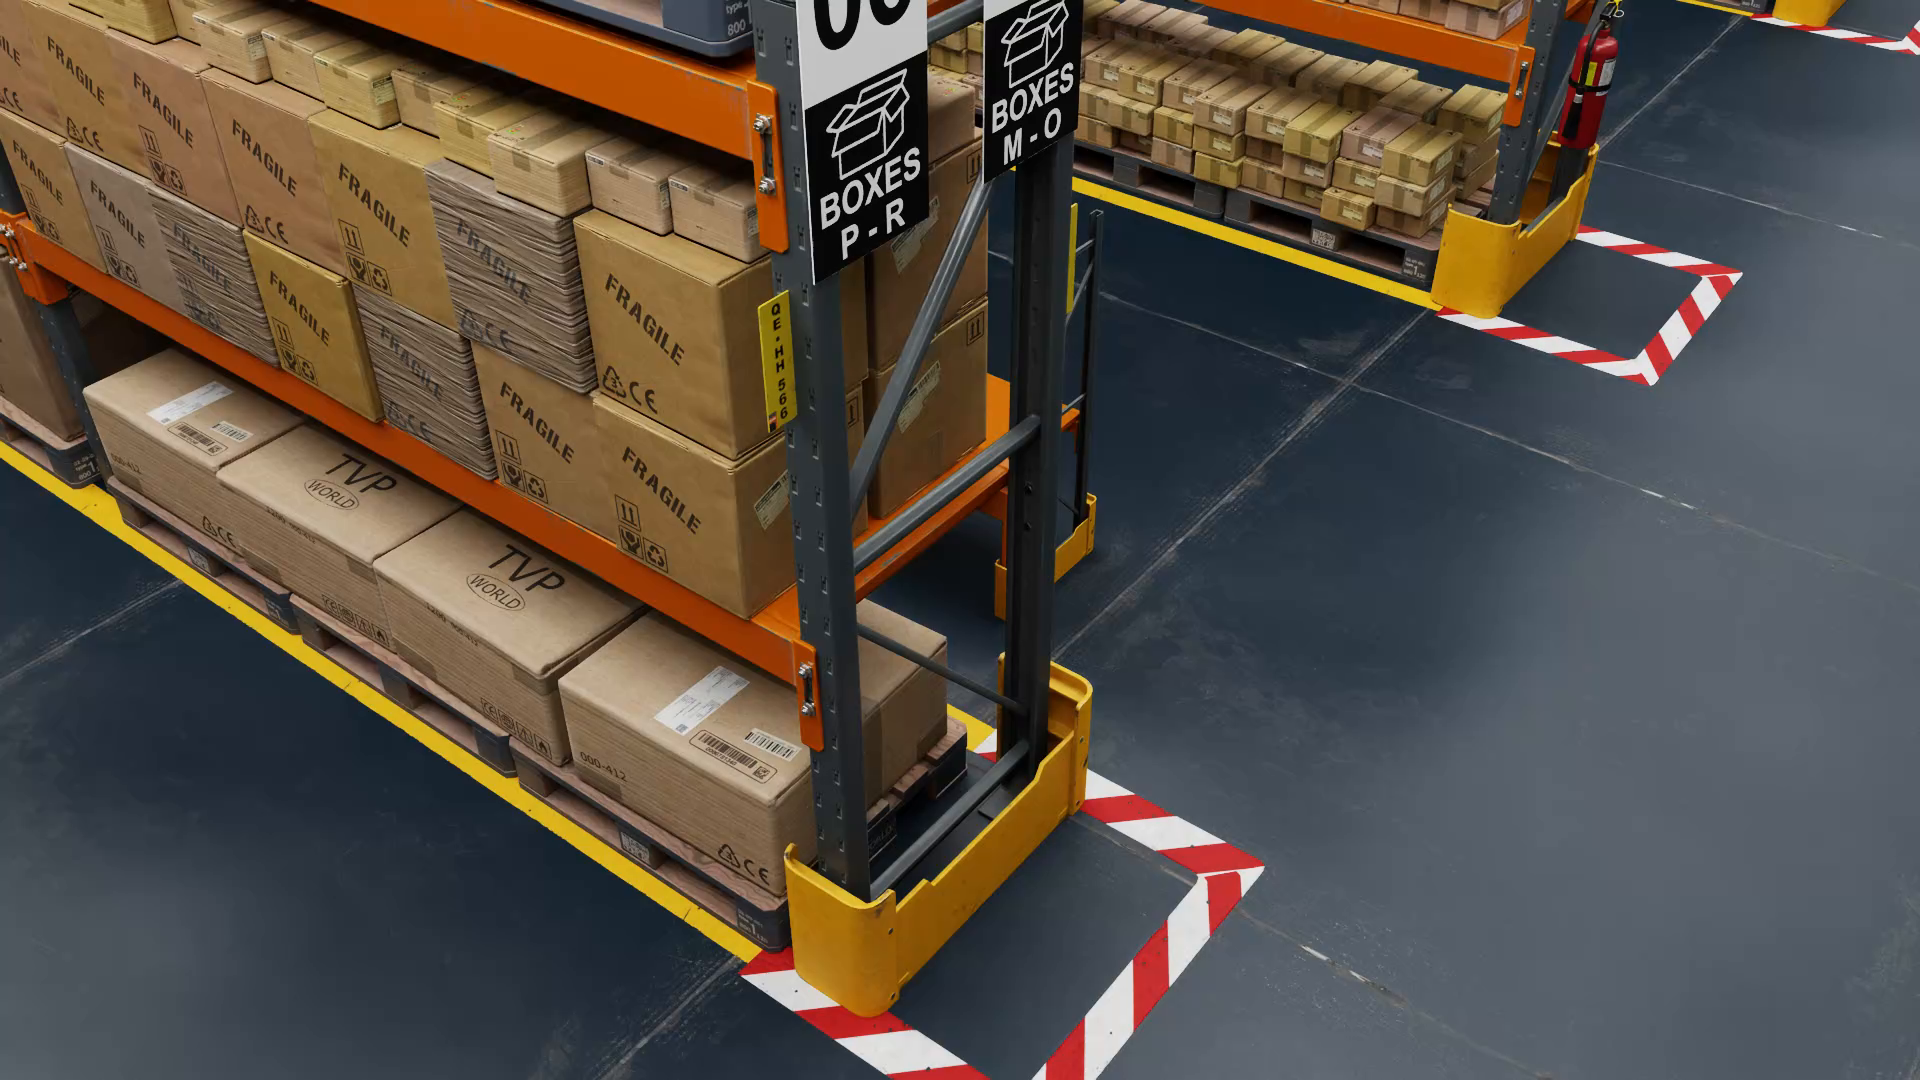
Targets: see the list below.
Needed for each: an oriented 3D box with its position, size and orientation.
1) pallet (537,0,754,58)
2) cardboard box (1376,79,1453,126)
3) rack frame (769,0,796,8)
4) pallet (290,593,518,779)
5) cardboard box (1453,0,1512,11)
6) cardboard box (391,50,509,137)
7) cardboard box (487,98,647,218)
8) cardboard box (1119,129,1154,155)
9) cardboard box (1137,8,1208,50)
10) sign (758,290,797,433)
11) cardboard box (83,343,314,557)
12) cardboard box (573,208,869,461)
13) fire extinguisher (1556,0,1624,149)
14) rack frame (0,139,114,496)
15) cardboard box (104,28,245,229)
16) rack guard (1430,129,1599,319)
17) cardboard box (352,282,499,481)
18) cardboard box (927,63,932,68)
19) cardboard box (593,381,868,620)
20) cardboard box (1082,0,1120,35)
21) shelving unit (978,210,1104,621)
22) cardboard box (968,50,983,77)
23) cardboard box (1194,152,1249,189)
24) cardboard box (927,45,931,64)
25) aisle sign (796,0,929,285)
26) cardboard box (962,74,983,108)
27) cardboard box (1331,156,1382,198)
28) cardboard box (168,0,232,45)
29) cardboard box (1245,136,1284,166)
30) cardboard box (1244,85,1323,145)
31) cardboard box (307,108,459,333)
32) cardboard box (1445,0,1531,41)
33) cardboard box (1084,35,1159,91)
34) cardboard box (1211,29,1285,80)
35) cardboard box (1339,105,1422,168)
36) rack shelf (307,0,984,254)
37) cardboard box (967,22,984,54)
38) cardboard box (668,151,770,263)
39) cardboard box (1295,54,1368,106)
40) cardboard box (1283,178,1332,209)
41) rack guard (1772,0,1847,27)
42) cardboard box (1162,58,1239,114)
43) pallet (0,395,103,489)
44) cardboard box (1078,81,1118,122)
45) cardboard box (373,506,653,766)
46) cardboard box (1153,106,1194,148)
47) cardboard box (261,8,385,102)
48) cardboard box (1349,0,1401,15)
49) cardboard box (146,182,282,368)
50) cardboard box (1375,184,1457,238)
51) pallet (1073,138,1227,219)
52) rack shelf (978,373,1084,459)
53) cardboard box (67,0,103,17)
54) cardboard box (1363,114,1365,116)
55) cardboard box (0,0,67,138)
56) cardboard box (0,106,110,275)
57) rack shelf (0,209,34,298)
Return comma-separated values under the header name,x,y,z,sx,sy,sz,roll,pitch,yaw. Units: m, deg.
name,x,y,z,sx,sy,sz,roll,pitch,yaw
pallet,-0.655,-1.524,3.902,1.213,0.211,1.003,25,45,29
cardboard box,2.365,-2.250,8.681,0.250,0.149,0.380,26,45,29
rack frame,-0.060,-2.467,2.601,0.127,3.000,1.000,25,45,29
pallet,-1.707,0.275,6.228,1.213,0.211,1.003,25,45,29
cardboard box,2.354,-2.765,7.526,0.500,0.500,0.500,26,45,29
cardboard box,-1.279,-1.215,4.451,0.250,0.149,0.380,25,44,28
cardboard box,-0.939,-0.968,4.135,0.250,0.149,0.380,25,44,28
cardboard box,1.094,-2.287,9.209,0.250,0.149,0.380,27,45,30
cardboard box,1.211,-2.883,9.489,0.250,0.149,0.380,24,44,27
sign,-0.401,-0.393,3.688,0.005,0.325,0.100,25,45,29
cardboard box,-2.804,-0.472,6.657,0.875,0.438,0.875,25,44,28
cardboard box,-0.587,-0.602,4.193,0.500,0.500,0.500,27,45,30
fire extinguisher,2.787,-2.069,7.324,0.183,0.674,0.296,25,45,29
rack frame,-3.237,-1.603,6.364,0.127,3.000,1.000,25,45,29
cardboard box,-2.208,-1.349,5.148,0.500,0.500,0.500,26,45,29
rack guard,2.807,-1.611,8.402,0.348,0.500,1.175,25,45,29
cardboard box,-1.408,-0.578,4.974,0.500,0.500,0.500,27,45,30
cardboard box,-0.216,-2.814,9.882,0.250,0.149,0.380,23,44,27
cardboard box,-0.604,-0.195,4.485,0.500,0.500,0.500,26,45,29
cardboard box,0.719,-3.034,9.682,0.250,0.149,0.380,27,45,30
shelving unit,-0.061,-0.619,6.324,1.083,1.500,0.587,25,45,29
cardboard box,0.254,-2.808,9.633,0.250,0.149,0.380,25,44,28
cardboard box,1.454,-2.043,8.898,0.250,0.149,0.380,23,44,27
cardboard box,-0.217,-2.932,9.792,0.250,0.149,0.380,27,46,30
aisle sign,-0.191,-0.950,3.421,0.004,0.787,0.394,25,45,29
cardboard box,0.224,-2.646,9.669,0.250,0.149,0.380,25,44,28
cardboard box,2.100,-1.909,8.485,0.250,0.149,0.380,24,44,28
cardboard box,-2.099,-1.592,4.932,0.250,0.149,0.380,25,45,28
cardboard box,1.710,-2.129,8.767,0.250,0.149,0.380,25,44,28
cardboard box,1.678,-2.203,8.620,0.250,0.149,0.380,23,44,27
cardboard box,-1.411,-0.970,4.663,0.500,0.500,0.500,25,44,28
cardboard box,2.436,-2.451,7.651,0.250,0.149,0.380,25,45,29
cardboard box,0.891,-2.625,9.159,0.250,0.149,0.380,23,44,27
cardboard box,1.600,-2.689,9.241,0.250,0.149,0.380,26,45,29
cardboard box,2.128,-2.040,8.412,0.250,0.149,0.380,26,45,29
rack shelf,-1.648,-1.752,4.704,4.000,0.370,1.077,25,45,29
cardboard box,0.251,-2.908,9.521,0.250,0.149,0.380,25,44,28
cardboard box,-0.467,-0.830,3.958,0.250,0.149,0.380,26,45,29
cardboard box,1.996,-2.460,8.948,0.250,0.149,0.380,23,44,27
cardboard box,1.899,-1.892,8.705,0.250,0.149,0.380,25,44,28
rack guard,5.980,-3.964,11.408,0.348,0.500,1.175,25,45,29
cardboard box,1.289,-2.429,8.909,0.250,0.149,0.380,24,44,27
pallet,-3.896,-0.757,7.546,1.213,0.211,1.003,25,45,29
cardboard box,0.833,-2.465,9.196,0.250,0.149,0.380,25,44,28
cardboard box,-1.377,0.202,5.797,0.875,0.438,0.875,27,45,30
cardboard box,1.249,-2.271,8.948,0.250,0.149,0.380,28,46,31
cardboard box,-1.711,-1.388,4.671,0.250,0.149,0.380,27,45,30
cardboard box,2.053,-2.649,7.904,0.250,0.149,0.380,25,44,28
cardboard box,-2.235,-0.958,5.460,0.500,0.500,0.500,26,45,29
cardboard box,2.322,-1.704,8.466,0.250,0.149,0.380,26,45,29
pallet,1.218,-2.276,9.485,1.213,0.211,1.003,25,45,29
rack shelf,-0.068,-0.481,6.439,1.000,0.185,0.538,25,45,29
cardboard box,-2.542,-1.760,5.146,0.250,0.149,0.380,25,44,28
cardboard box,2.176,-2.227,8.892,0.250,0.149,0.380,26,45,29
cardboard box,-3.006,-1.739,5.646,0.500,0.500,0.500,26,45,29
cardboard box,-3.023,-1.338,5.945,0.500,0.500,0.500,27,45,30
rack shelf,-4.826,-2.069,7.542,4.000,0.370,1.077,25,45,29
